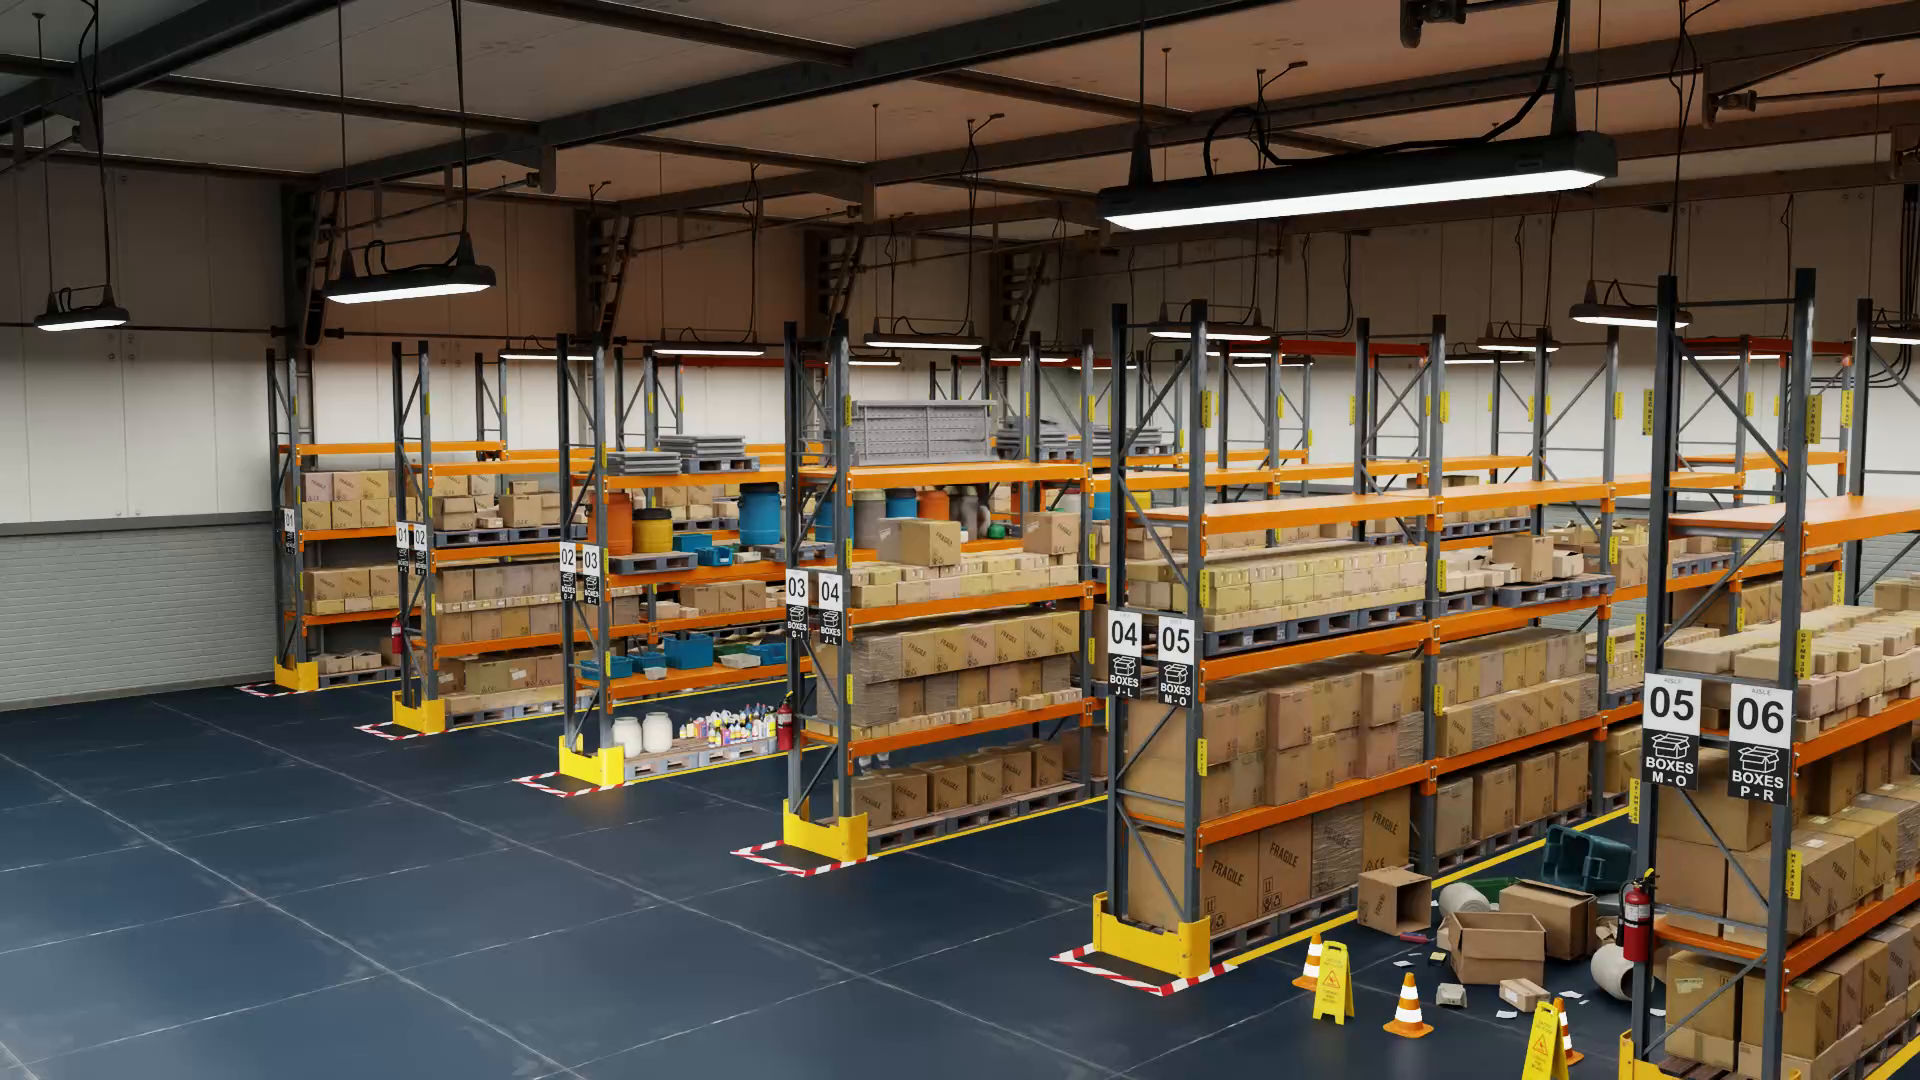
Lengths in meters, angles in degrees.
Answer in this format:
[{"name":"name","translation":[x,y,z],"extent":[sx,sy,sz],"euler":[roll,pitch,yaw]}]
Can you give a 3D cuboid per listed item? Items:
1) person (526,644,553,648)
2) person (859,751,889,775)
[{"name":"person","translation":[-7.586,1.701,30.152],"extent":[0.625,1.740,0.851],"euler":[2,5,23]},{"name":"person","translation":[-1.206,2.406,22.301],"extent":[0.672,1.734,0.655],"euler":[0,5,-4]}]
